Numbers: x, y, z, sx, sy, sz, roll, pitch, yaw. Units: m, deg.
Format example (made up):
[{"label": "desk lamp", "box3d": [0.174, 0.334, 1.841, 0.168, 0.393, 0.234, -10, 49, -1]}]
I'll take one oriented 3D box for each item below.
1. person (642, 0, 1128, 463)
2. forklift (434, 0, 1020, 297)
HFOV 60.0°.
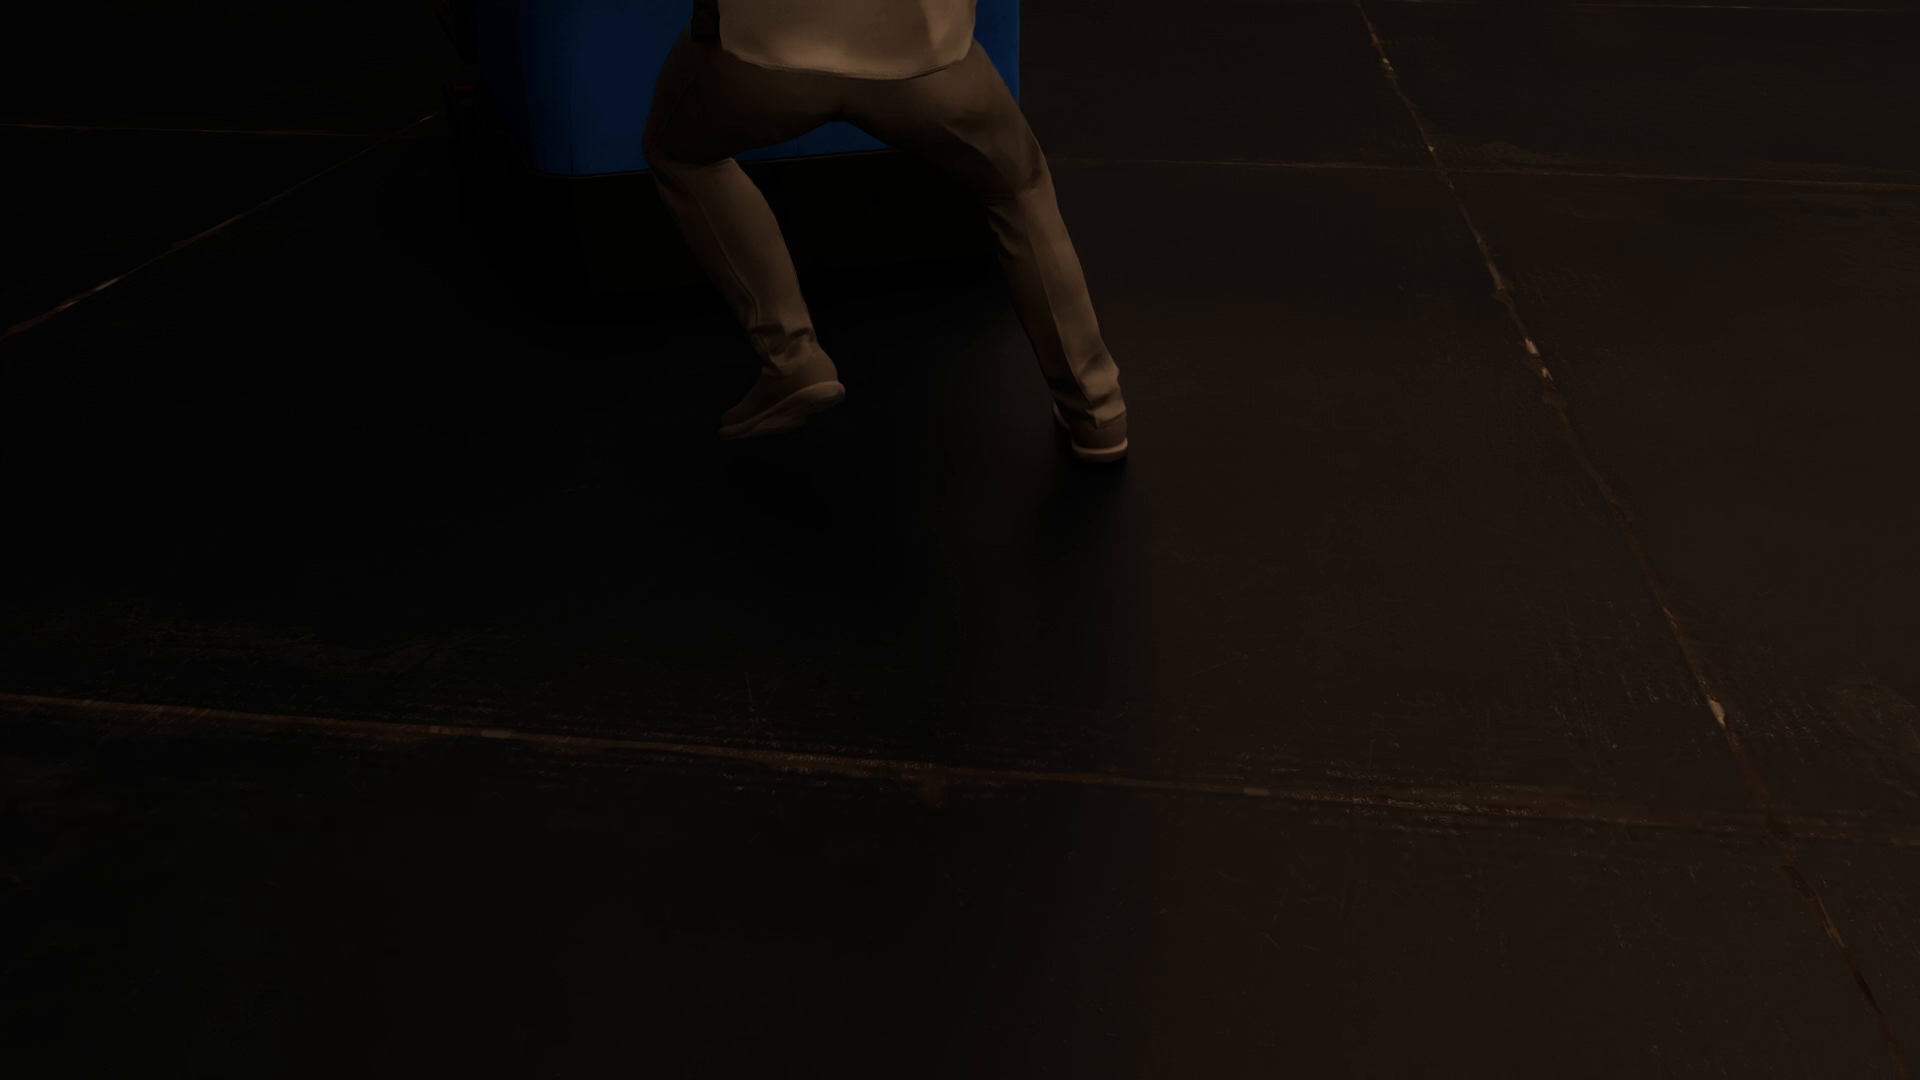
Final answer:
[{"label": "person", "box3d": [-0.128, -0.800, 2.434, 0.857, 1.488, 0.690, -3, 27, -6]}, {"label": "forklift", "box3d": [-0.849, -2.431, 4.090, 1.130, 2.935, 3.031, -9, 28, -18]}]
